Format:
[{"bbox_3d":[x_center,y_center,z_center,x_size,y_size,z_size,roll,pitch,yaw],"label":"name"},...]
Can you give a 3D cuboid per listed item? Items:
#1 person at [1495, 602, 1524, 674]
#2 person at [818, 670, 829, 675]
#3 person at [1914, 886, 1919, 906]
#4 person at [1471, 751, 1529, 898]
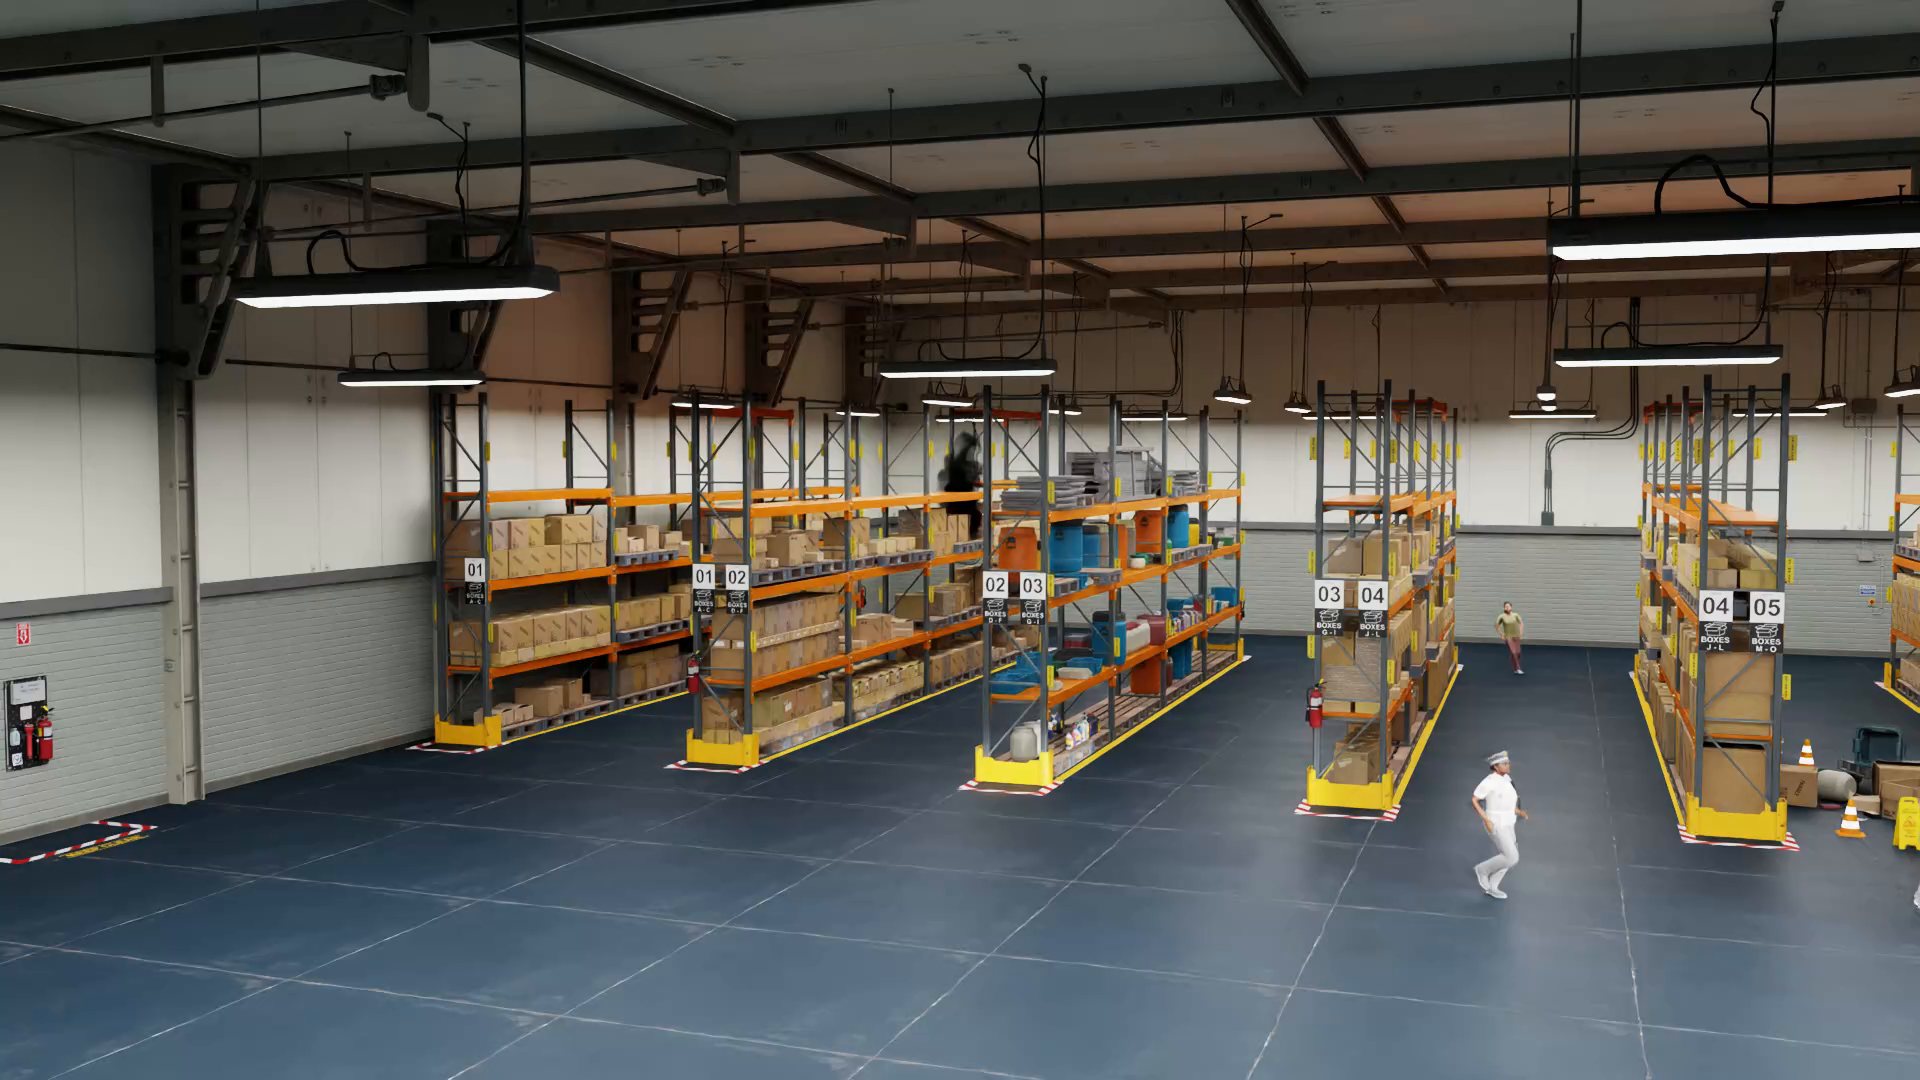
[{"bbox_3d":[12.402,2.199,37.527,0.624,1.594,0.600,0,3,5],"label":"person"},{"bbox_3d":[-2.804,2.395,34.358,0.503,1.559,0.493,1,3,17],"label":"person"},{"bbox_3d":[10.591,3.260,17.775,0.526,1.648,0.684,-2,3,-27],"label":"person"},{"bbox_3d":[6.073,3.182,18.588,0.574,1.660,0.548,-3,4,-42],"label":"person"}]
